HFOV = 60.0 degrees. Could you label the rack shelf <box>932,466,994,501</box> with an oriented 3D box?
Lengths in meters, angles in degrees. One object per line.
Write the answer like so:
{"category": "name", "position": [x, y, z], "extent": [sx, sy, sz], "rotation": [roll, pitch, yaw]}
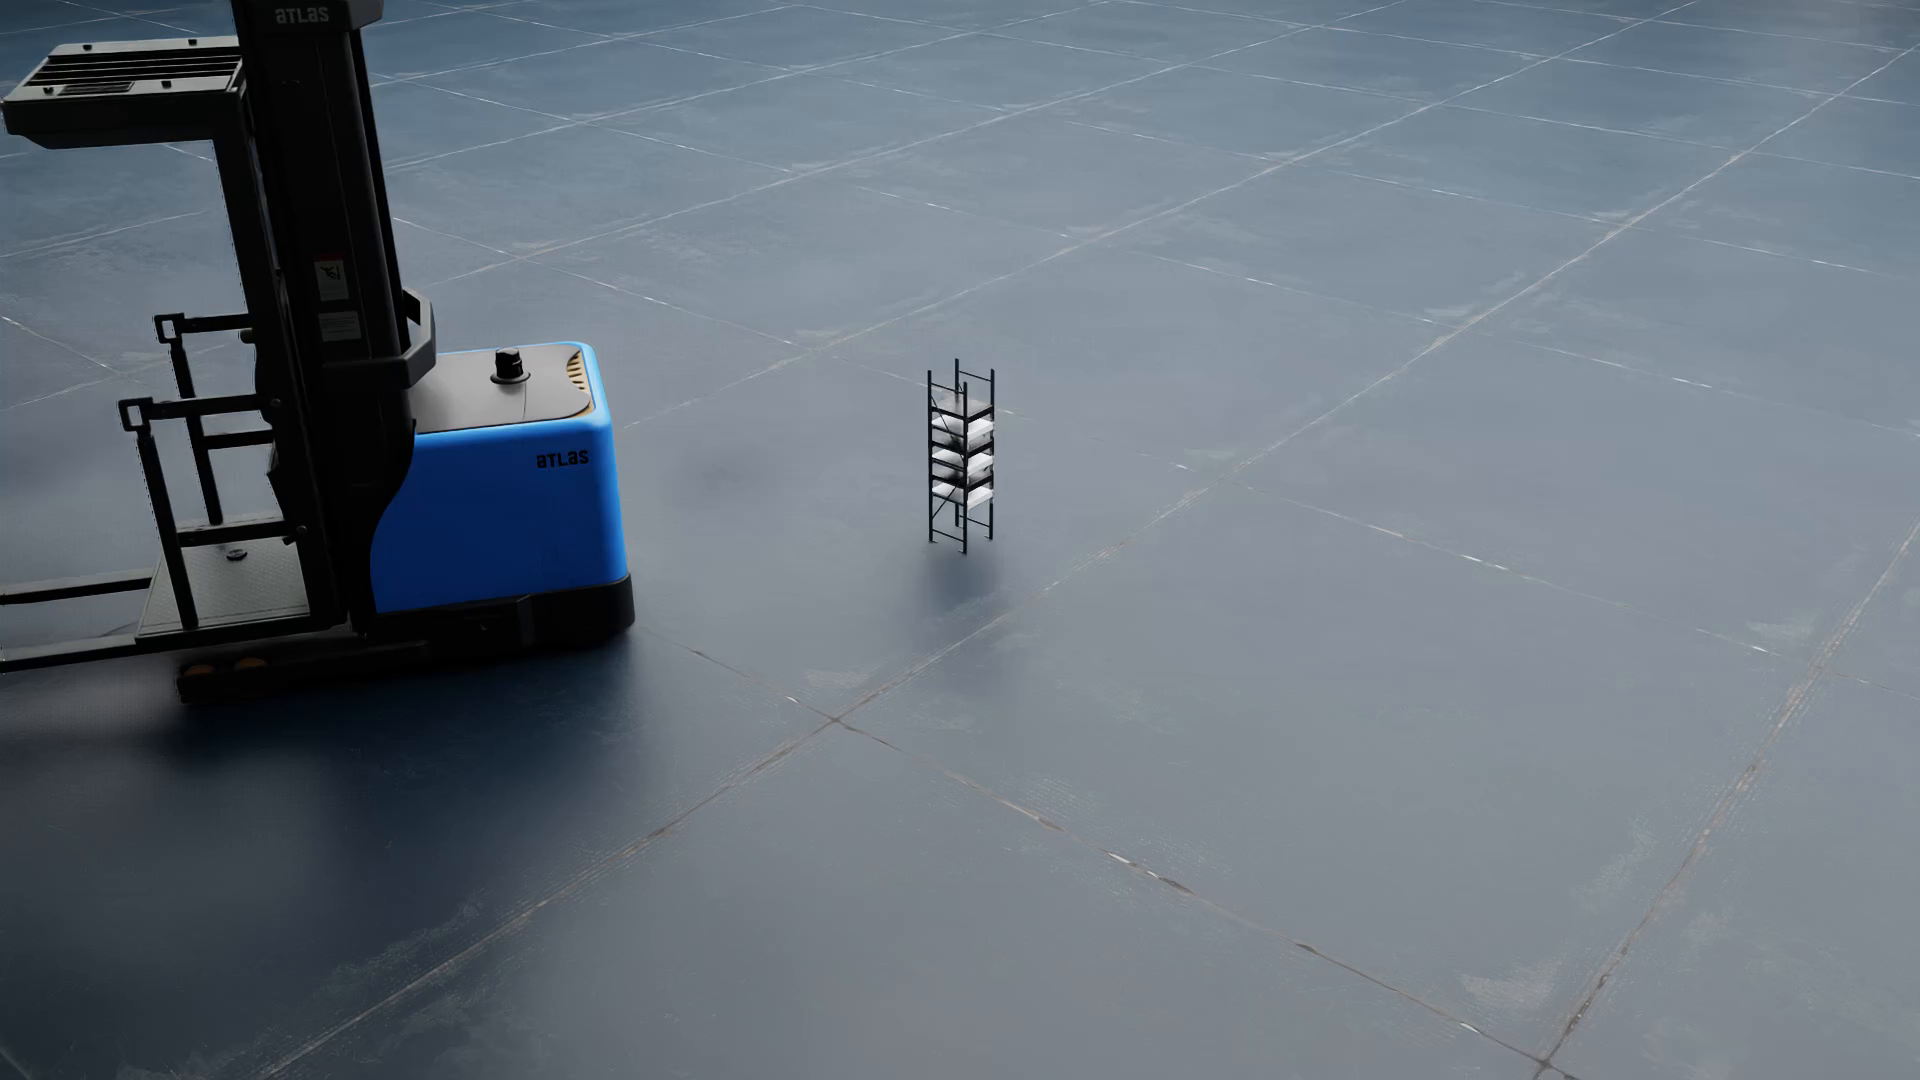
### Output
{"category": "rack shelf", "position": [0.005, -0.293, 8.105], "extent": [0.258, 0.077, 0.200], "rotation": [21, 34, 34]}

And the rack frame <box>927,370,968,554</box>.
{"category": "rack frame", "position": [-0.059, -0.367, 7.979], "extent": [0.240, 0.900, 0.006], "rotation": [21, 34, 34]}

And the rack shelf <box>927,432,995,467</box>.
{"category": "rack shelf", "position": [0.005, -0.453, 8.023], "extent": [0.258, 0.077, 0.200], "rotation": [21, 34, 34]}

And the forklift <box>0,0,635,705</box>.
{"category": "forklift", "position": [-3.022, -0.885, 6.771], "extent": [3.031, 2.935, 1.130], "rotation": [-8, 28, -14]}

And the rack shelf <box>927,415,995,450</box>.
{"category": "rack shelf", "position": [0.005, -0.533, 7.981], "extent": [0.258, 0.077, 0.200], "rotation": [21, 34, 34]}

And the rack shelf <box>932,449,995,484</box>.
{"category": "rack shelf", "position": [0.005, -0.373, 8.064], "extent": [0.258, 0.077, 0.200], "rotation": [21, 34, 34]}

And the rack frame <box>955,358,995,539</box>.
{"category": "rack frame", "position": [0.070, -0.439, 8.118], "extent": [0.240, 0.900, 0.006], "rotation": [21, 34, 34]}

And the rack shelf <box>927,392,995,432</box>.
{"category": "rack shelf", "position": [0.005, -0.613, 7.940], "extent": [0.258, 0.077, 0.200], "rotation": [21, 34, 34]}

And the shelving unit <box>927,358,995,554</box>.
{"category": "shelving unit", "position": [0.005, -0.403, 8.049], "extent": [0.258, 0.900, 0.210], "rotation": [21, 34, 34]}

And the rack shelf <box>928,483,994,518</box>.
{"category": "rack shelf", "position": [0.005, -0.213, 8.147], "extent": [0.258, 0.077, 0.200], "rotation": [21, 34, 34]}
